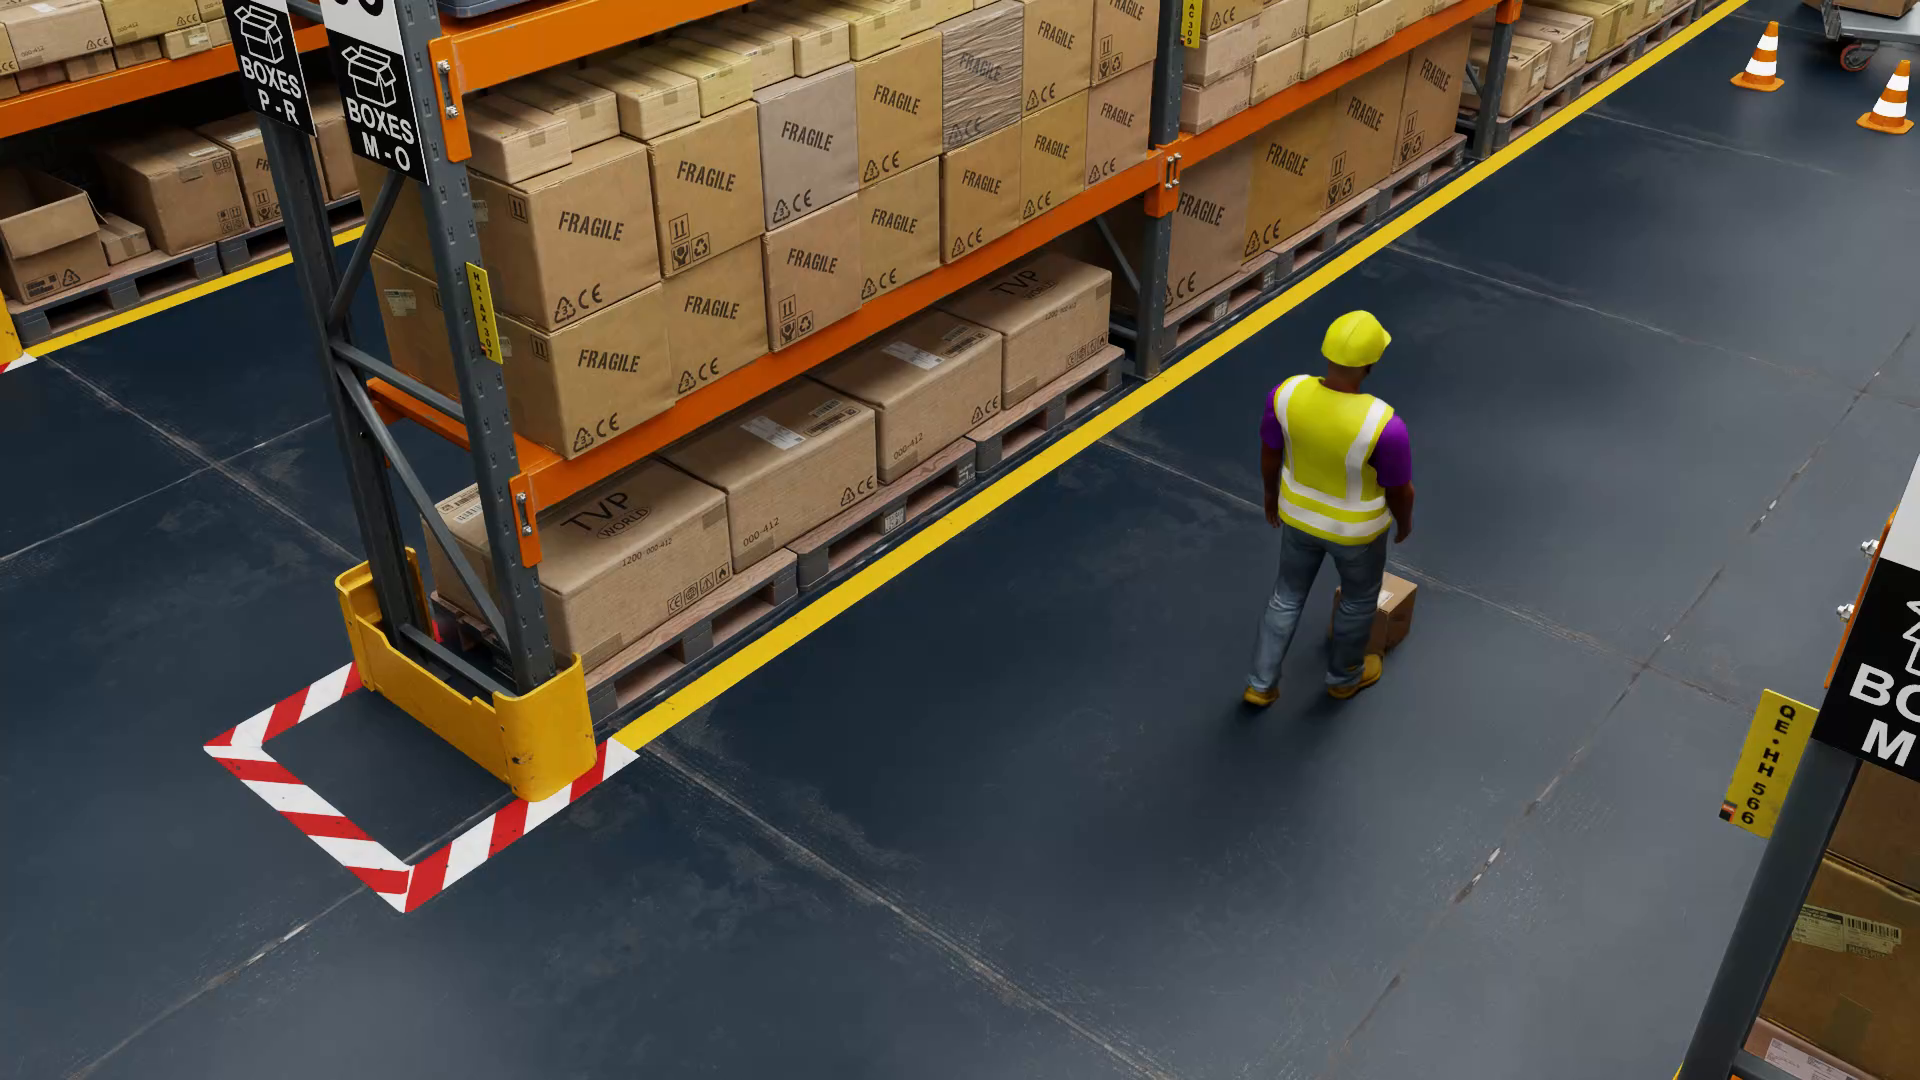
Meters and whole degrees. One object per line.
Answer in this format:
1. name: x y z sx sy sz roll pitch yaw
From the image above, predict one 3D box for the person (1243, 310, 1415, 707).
1. person: 1.435 -0.090 6.328 0.593 1.814 0.595 26 42 32
